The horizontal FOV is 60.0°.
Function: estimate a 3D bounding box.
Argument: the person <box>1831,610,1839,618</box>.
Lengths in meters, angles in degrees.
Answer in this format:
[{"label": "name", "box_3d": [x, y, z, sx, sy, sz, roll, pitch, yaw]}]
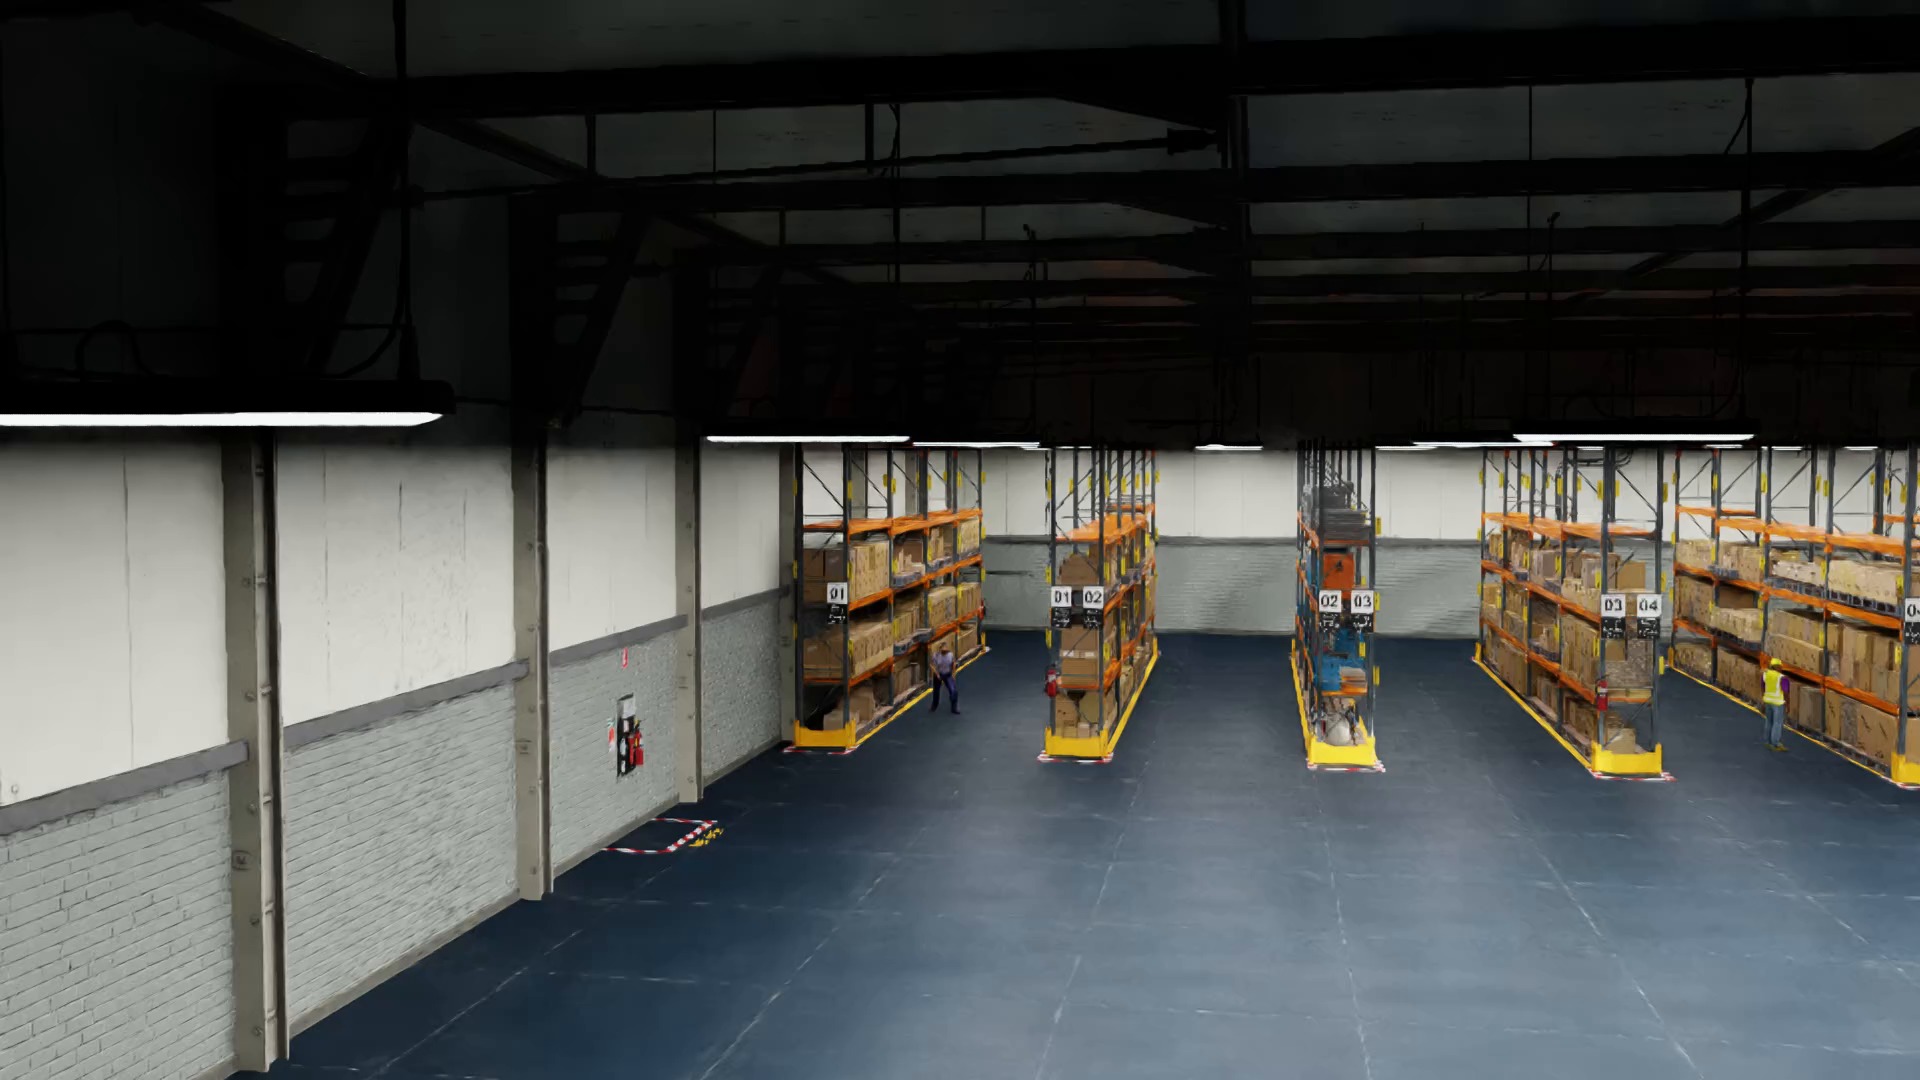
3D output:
[{"label": "person", "box_3d": [23.729, 2.510, 45.369, 0.502, 1.609, 0.916, 2, 3, 27]}]

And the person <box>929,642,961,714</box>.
[{"label": "person", "box_3d": [-0.343, 2.994, 36.468, 0.655, 1.578, 0.824, 0, 3, -7]}]

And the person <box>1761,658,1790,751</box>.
[{"label": "person", "box_3d": [15.685, 3.136, 31.923, 0.452, 1.759, 0.632, -1, 3, -22]}]
